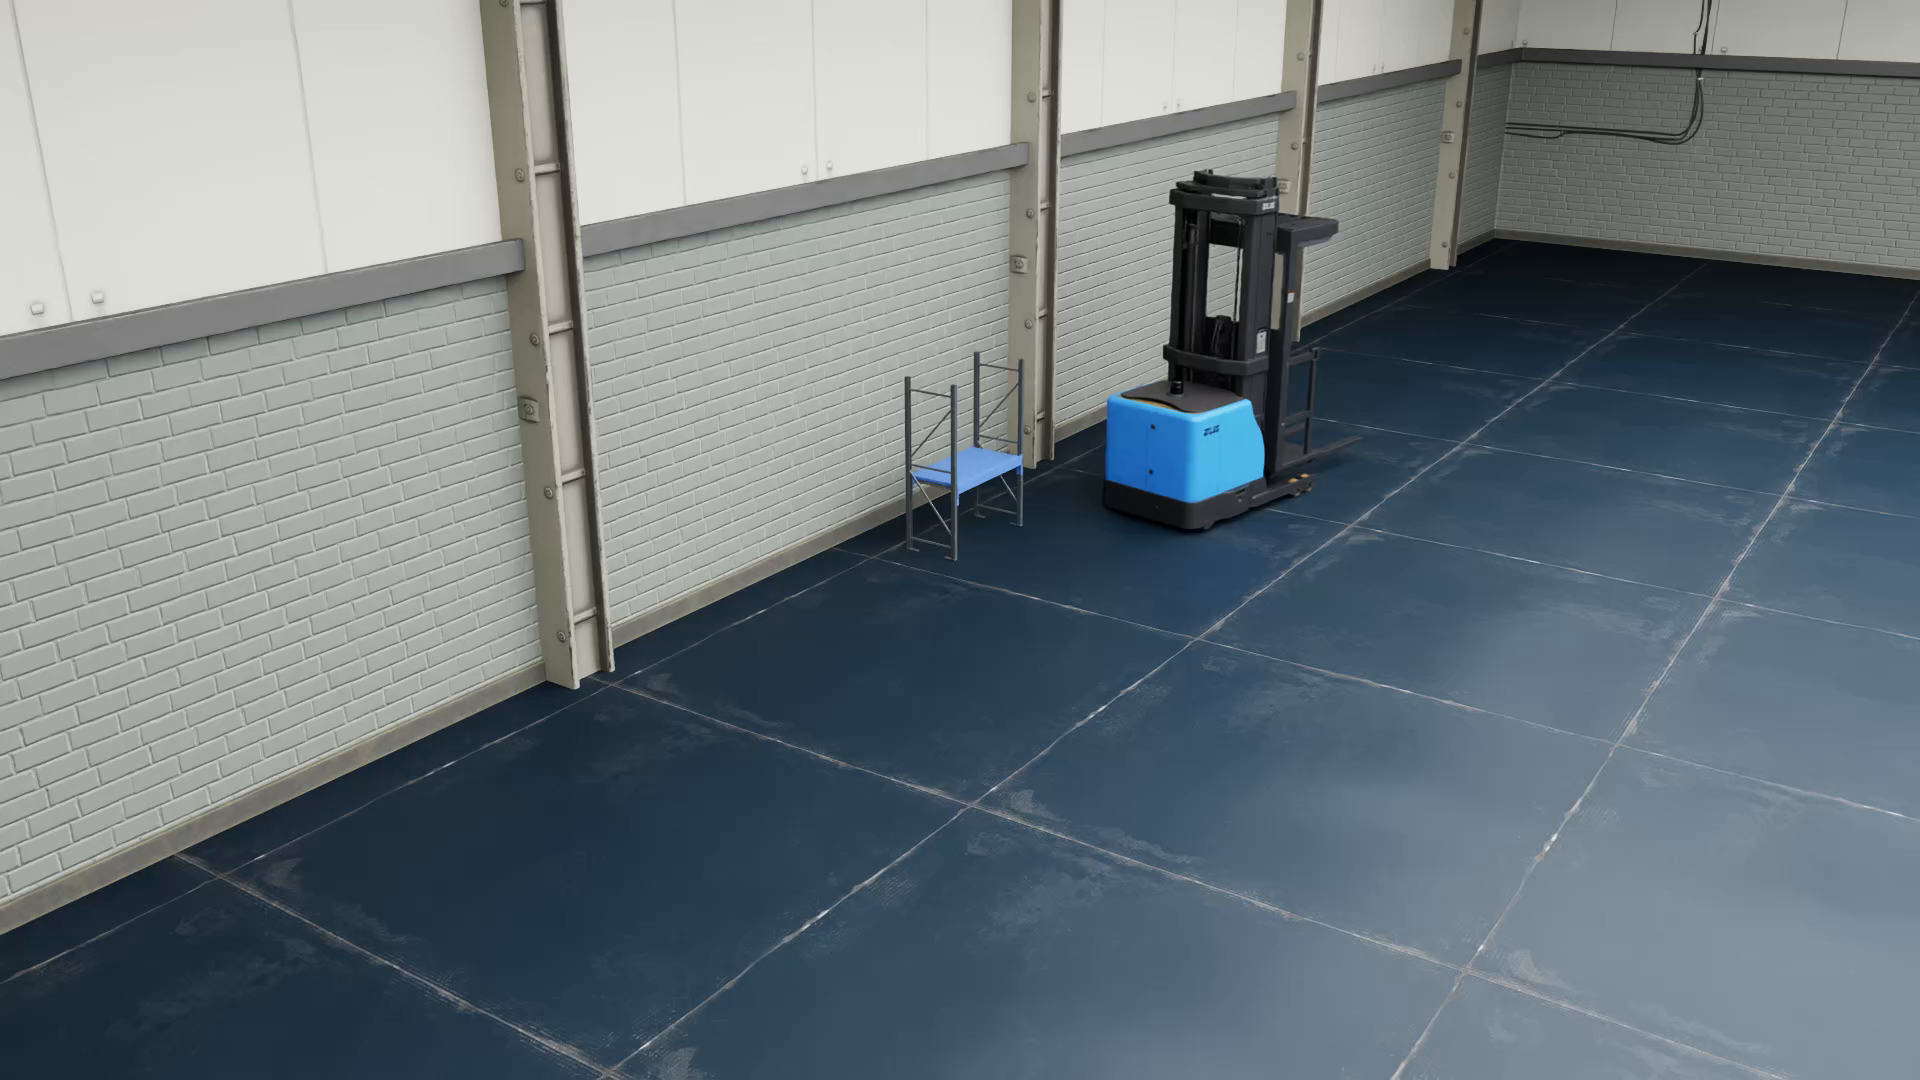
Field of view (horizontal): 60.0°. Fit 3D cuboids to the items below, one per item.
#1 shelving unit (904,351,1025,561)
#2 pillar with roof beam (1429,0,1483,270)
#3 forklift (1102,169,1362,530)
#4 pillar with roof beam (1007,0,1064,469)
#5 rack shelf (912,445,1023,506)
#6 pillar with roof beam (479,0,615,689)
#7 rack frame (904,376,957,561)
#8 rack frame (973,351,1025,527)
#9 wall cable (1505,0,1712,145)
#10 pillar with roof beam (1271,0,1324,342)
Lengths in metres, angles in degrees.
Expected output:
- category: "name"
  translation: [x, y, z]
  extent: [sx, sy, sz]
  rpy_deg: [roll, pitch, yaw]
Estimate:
- category: "shelving unit"
  translation: [0.048, -0.728, 14.071]
  extent: [0.538, 1.500, 1.048]
  rpy_deg: [13, 24, 32]
- category: "pillar with roof beam"
  translation: [11.001, -7.600, 21.841]
  extent: [9.100, 9.000, 0.400]
  rpy_deg: [13, 24, 32]
- category: "forklift"
  translation: [2.667, -1.885, 15.137]
  extent: [1.130, 2.935, 3.031]
  rpy_deg: [19, 27, 41]
- category: "pillar with roof beam"
  translation: [4.255, -4.157, 12.532]
  extent: [9.100, 9.000, 0.400]
  rpy_deg: [13, 24, 32]
- category: "rack shelf"
  translation: [0.048, -0.559, 14.133]
  extent: [0.538, 0.185, 1.000]
  rpy_deg: [13, 24, 32]
- category: "pillar with roof beam"
  translation: [0.882, -2.436, 7.878]
  extent: [9.100, 9.000, 0.400]
  rpy_deg: [13, 24, 32]
- category: "rack frame"
  translation: [-0.238, -0.582, 13.677]
  extent: [0.500, 1.500, 0.032]
  rpy_deg: [13, 24, 32]
- category: "rack frame"
  translation: [0.334, -0.874, 14.465]
  extent: [0.500, 1.500, 0.032]
  rpy_deg: [13, 24, 32]
- category: "wall cable"
  translation: [10.190, -7.571, 26.237]
  extent: [3.097, 2.526, 0.112]
  rpy_deg: [13, 24, 32]
- category: "pillar with roof beam"
  translation: [7.628, -5.879, 17.187]
  extent: [9.100, 9.000, 0.400]
  rpy_deg: [13, 24, 32]
